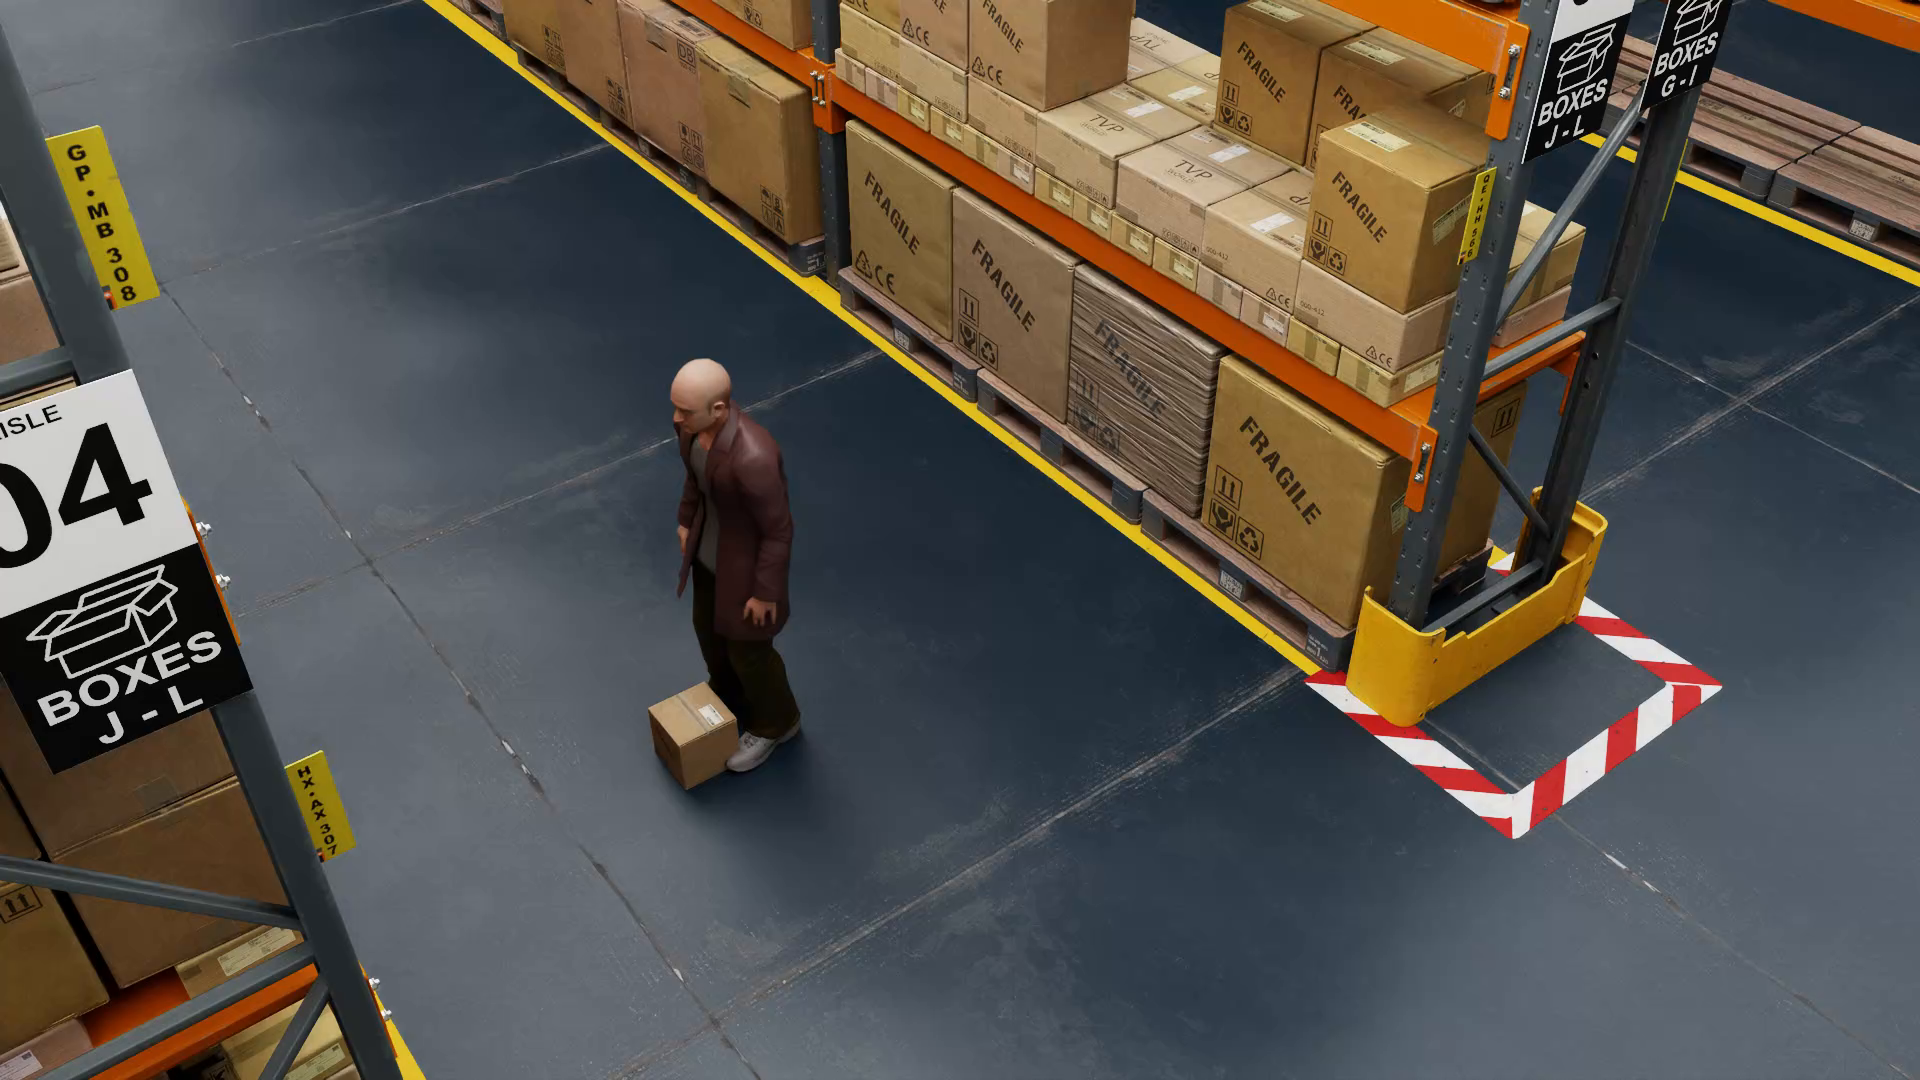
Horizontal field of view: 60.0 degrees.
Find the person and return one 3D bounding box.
[{"bbox_3d":[-0.838,0.068,6.087,0.428,1.773,0.641,-26,46,-28],"label":"person"}]
